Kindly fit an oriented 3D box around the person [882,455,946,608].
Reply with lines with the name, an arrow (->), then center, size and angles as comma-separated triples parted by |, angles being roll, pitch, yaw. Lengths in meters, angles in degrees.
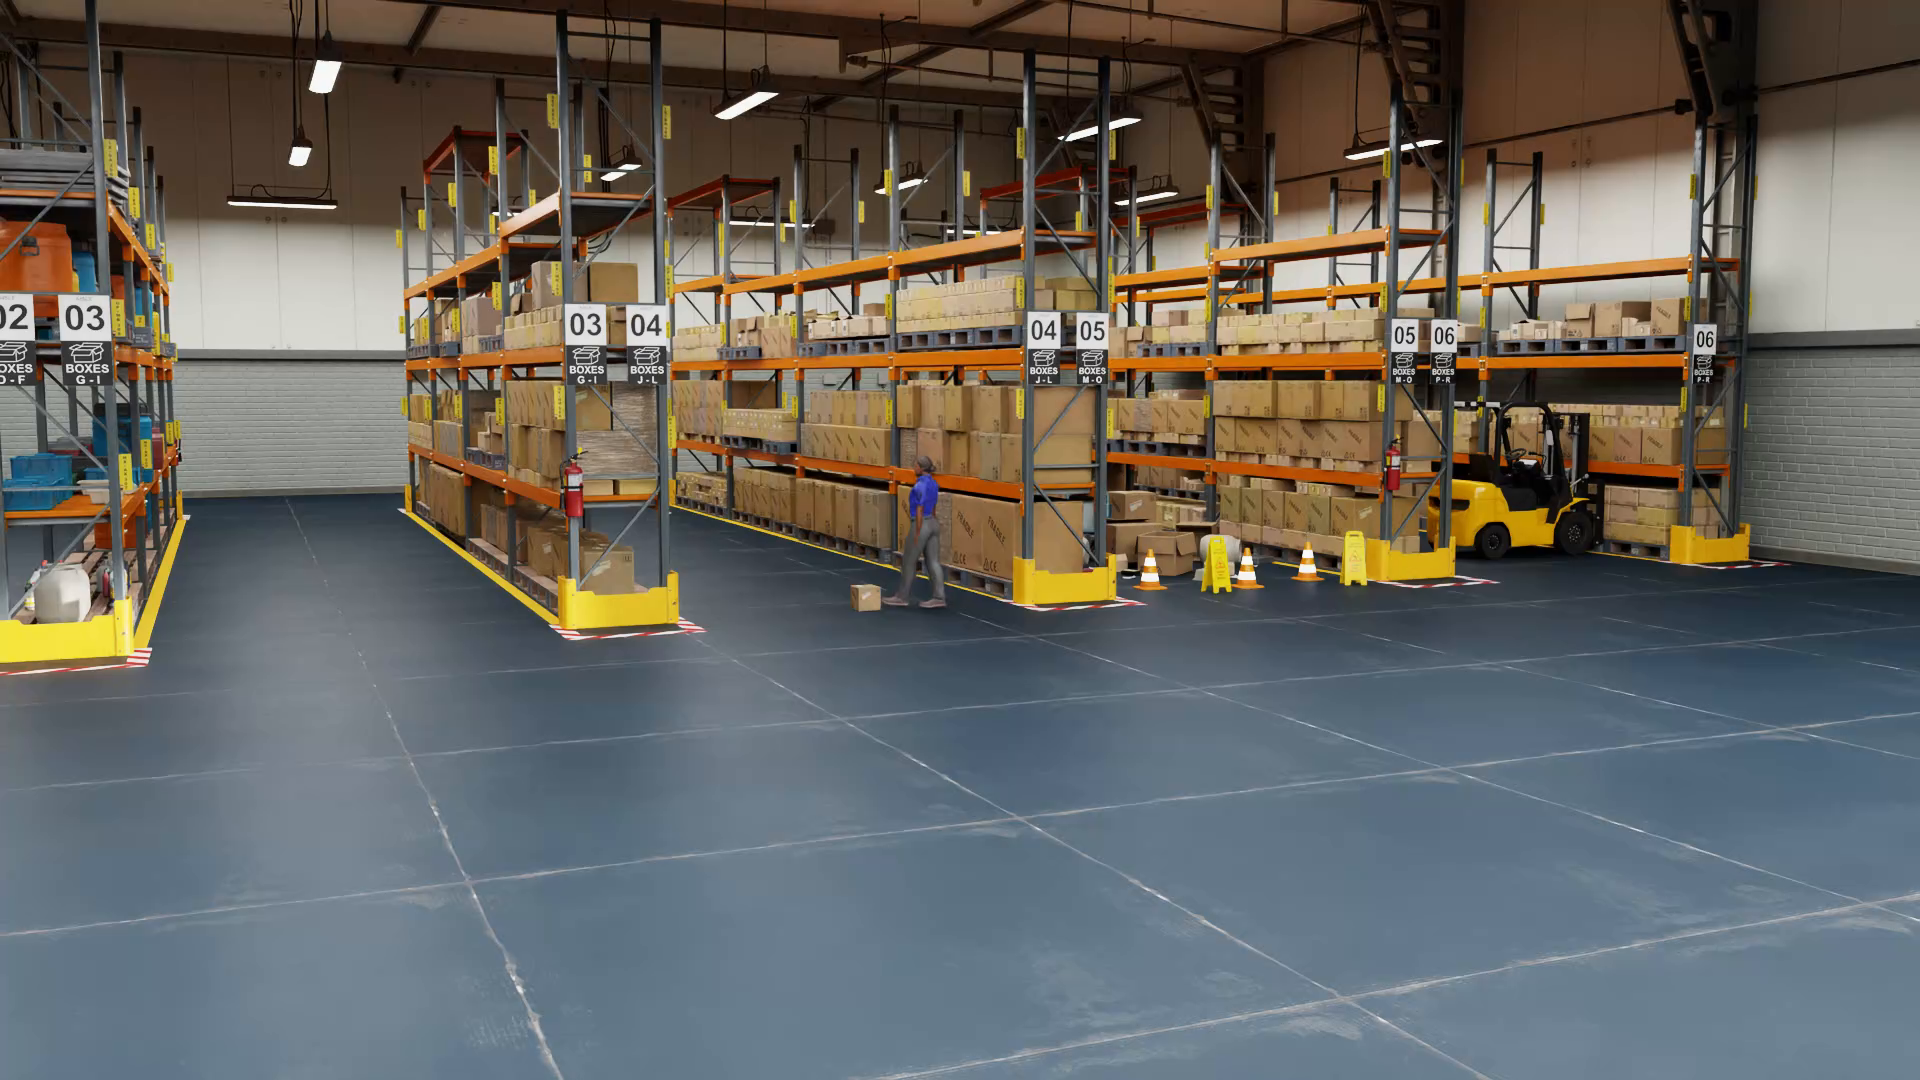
person -> -0.479, -0.098, 17.986 | 0.682, 1.645, 0.423 | 3, 6, 27
